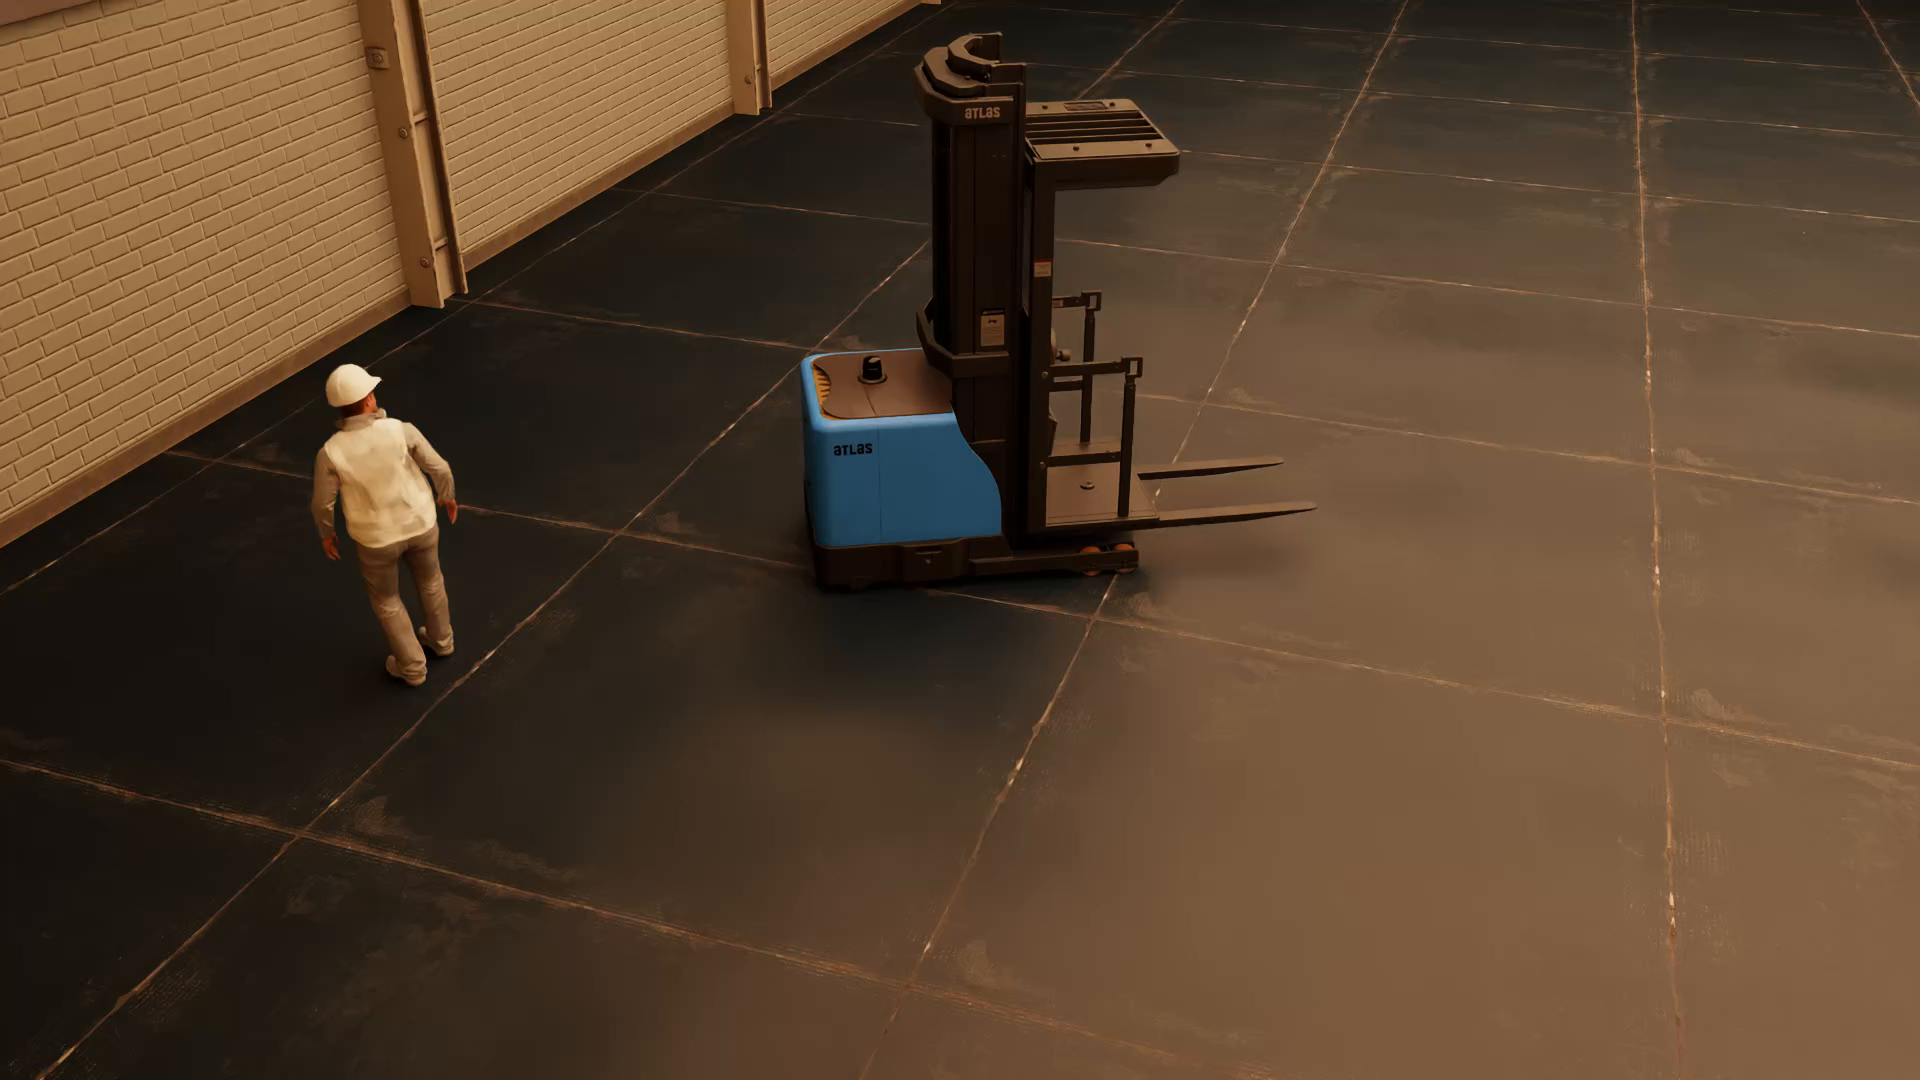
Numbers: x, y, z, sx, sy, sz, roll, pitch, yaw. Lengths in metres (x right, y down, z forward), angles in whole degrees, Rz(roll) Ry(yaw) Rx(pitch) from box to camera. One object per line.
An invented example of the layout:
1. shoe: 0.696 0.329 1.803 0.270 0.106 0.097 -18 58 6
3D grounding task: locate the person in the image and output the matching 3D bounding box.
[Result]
1. person: -2.937 -0.101 8.493 0.723 1.764 0.525 -19 35 -30

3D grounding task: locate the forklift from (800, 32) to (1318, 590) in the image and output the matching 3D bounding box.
1. forklift: 0.603 -1.321 9.453 3.031 2.935 1.130 -5 30 -8
